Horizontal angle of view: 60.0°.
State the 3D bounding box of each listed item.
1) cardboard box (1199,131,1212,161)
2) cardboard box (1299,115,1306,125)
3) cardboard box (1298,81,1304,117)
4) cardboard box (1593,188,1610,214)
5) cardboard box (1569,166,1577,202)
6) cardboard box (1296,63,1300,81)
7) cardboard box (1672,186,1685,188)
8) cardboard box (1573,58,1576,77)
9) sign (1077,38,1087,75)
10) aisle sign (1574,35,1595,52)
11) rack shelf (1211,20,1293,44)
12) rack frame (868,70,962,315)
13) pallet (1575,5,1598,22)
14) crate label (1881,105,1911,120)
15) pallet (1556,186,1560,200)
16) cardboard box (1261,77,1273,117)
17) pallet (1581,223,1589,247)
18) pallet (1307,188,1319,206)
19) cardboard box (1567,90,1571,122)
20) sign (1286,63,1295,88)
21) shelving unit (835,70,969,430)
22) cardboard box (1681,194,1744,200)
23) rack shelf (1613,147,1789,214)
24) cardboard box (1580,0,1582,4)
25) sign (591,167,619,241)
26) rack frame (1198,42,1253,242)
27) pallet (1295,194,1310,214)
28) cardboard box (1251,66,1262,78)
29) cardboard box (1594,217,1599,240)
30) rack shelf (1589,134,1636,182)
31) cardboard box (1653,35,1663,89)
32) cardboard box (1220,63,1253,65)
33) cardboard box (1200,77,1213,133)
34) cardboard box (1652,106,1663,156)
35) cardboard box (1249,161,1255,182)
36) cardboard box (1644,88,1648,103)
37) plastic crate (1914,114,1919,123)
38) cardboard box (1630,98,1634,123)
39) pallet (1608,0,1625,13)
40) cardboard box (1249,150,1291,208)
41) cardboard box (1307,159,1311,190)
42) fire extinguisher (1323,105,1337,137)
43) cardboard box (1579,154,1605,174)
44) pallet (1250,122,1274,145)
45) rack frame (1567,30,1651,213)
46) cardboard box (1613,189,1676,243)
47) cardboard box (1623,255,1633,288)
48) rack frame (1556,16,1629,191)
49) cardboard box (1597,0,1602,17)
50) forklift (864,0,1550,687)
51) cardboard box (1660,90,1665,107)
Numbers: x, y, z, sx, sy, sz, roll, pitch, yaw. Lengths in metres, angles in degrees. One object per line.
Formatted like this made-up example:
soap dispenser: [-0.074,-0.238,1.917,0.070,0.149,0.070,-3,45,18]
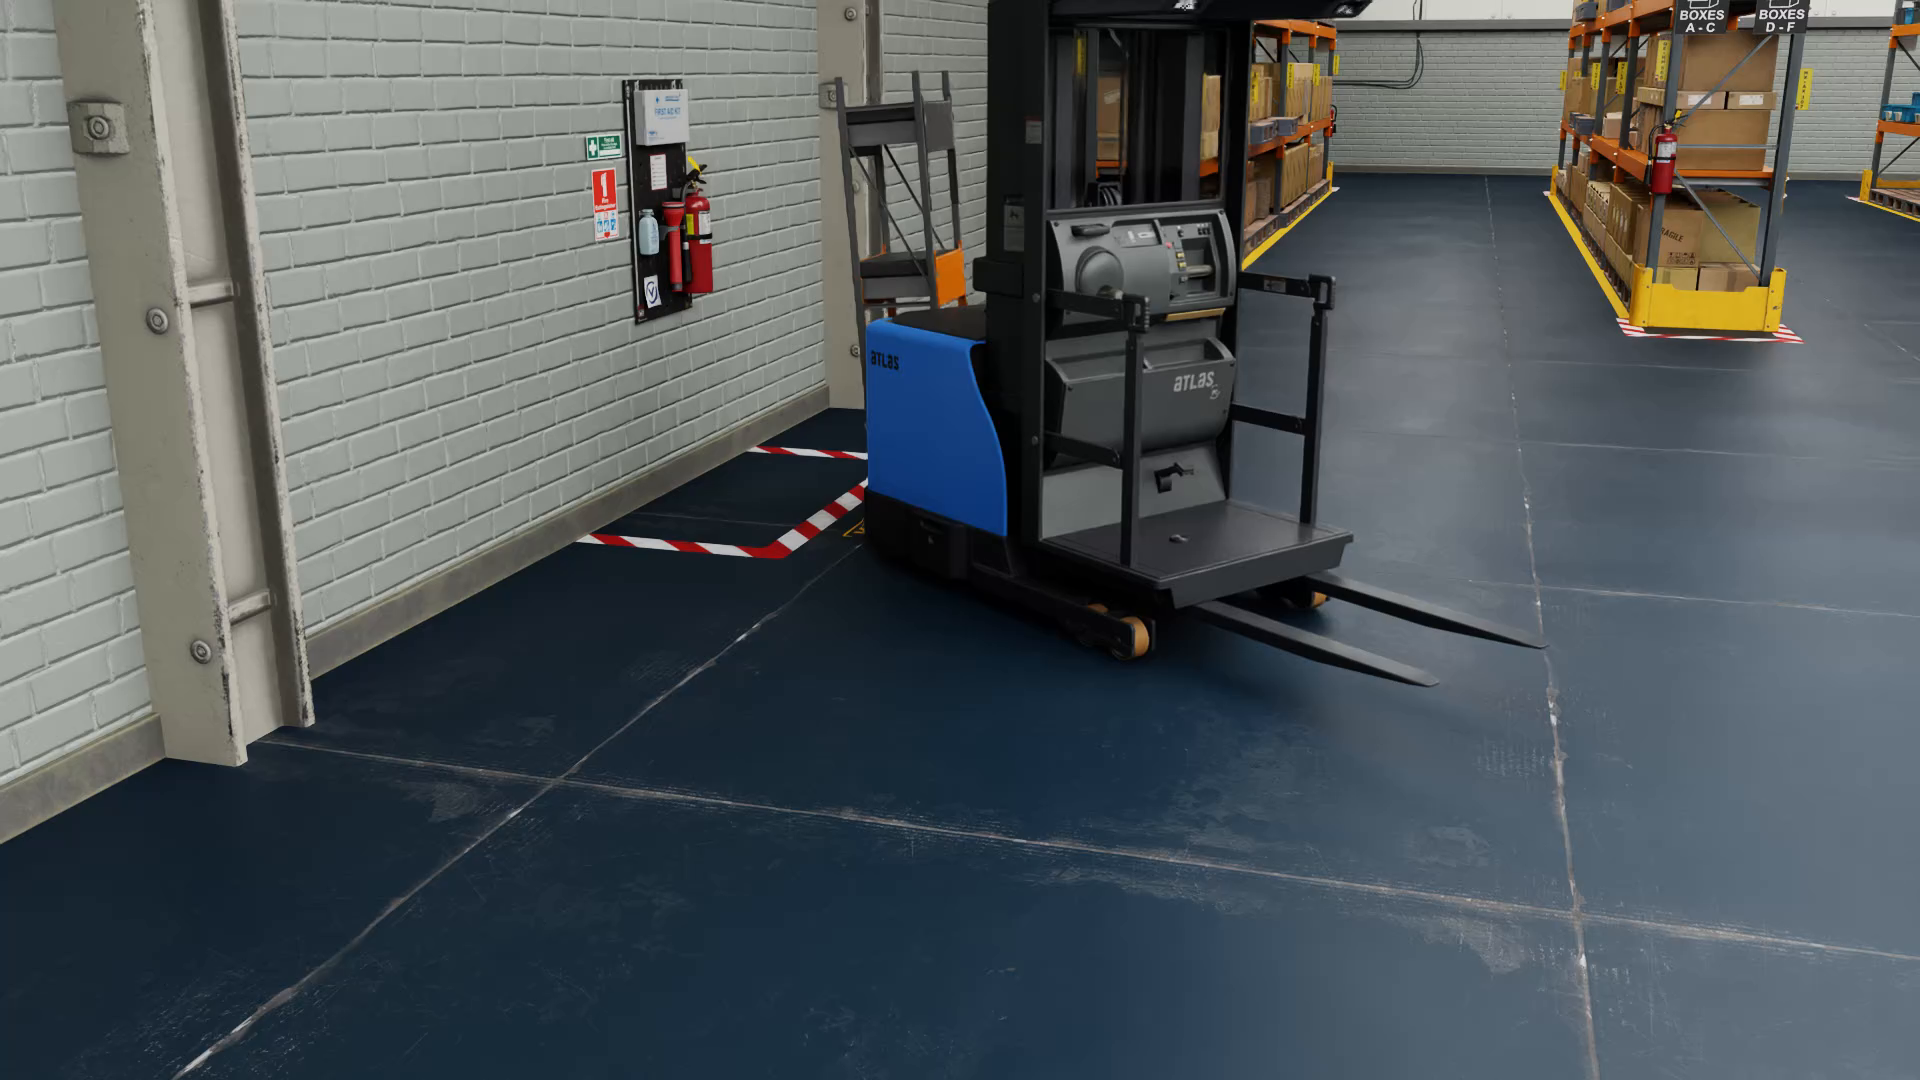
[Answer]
cardboard box: [2.093,-3.716,15.670,0.500,0.250,0.500,4,16,14]
cardboard box: [5.051,-6.387,25.275,0.380,0.149,0.250,5,16,16]
cardboard box: [4.747,-6.479,24.410,0.500,0.500,0.500,5,17,17]
cardboard box: [7.809,-4.014,19.725,0.500,0.311,0.500,4,16,15]
cardboard box: [9.439,-5.333,24.908,0.500,0.500,0.500,4,16,13]
cardboard box: [4.590,-6.700,23.816,0.500,0.250,0.500,5,17,16]
cardboard box: [8.473,-4.109,20.062,0.500,0.311,0.500,5,16,16]
cardboard box: [9.992,-7.379,26.332,0.500,0.500,0.500,5,17,16]
sign: [1.123,-4.432,15.258,0.100,0.325,0.005,5,16,16]
aisle sign: [10.685,-8.769,28.485,0.394,0.787,0.004,5,16,16]
rack shelf: [3.355,-6.342,20.512,1.077,0.370,4.000,5,16,16]
rack frame: [-0.167,-1.221,8.230,0.400,2.100,0.015,0,15,16]
pallet: [9.558,-7.619,24.041,1.213,0.211,1.003,5,16,16]
crate label: [15.309,-7.002,27.216,0.416,0.233,0.303,5,16,16]
pallet: [10.700,-5.908,28.271,1.003,0.211,1.213,5,16,16]
cardboard box: [3.799,-5.904,22.158,0.700,0.500,0.500,3,16,9]
pallet: [8.402,-3.831,20.949,1.003,0.211,1.213,5,16,16]
pallet: [5.351,-5.666,27.418,1.003,0.211,1.213,5,16,16]
cardboard box: [10.138,-7.033,26.946,0.500,0.500,0.500,5,17,17]
sign: [4.446,-6.247,22.382,0.100,0.325,0.005,5,16,16]
shelving unit: [-0.231,-1.157,8.004,0.431,2.100,0.503,0,15,16]
cardboard box: [7.195,-3.047,15.971,0.500,0.500,0.500,5,16,16]
rack shelf: [6.969,-3.469,15.881,1.077,0.370,4.000,5,16,16]
cardboard box: [9.978,-8.452,25.994,0.500,0.250,0.500,5,16,16]
sign: [-1.681,-1.592,7.881,0.001,0.329,0.234,5,16,16]
rack frame: [2.786,-4.722,18.979,1.000,3.000,0.127,5,16,16]
pallet: [4.913,-5.265,26.006,1.003,0.211,1.213,5,16,16]
cardboard box: [3.777,-6.162,21.879,0.380,0.149,0.250,2,16,7]
cardboard box: [7.667,-3.615,19.346,0.500,0.250,0.500,5,17,17]
rack shelf: [8.105,-4.516,19.571,1.077,0.370,4.000,5,16,16]
cardboard box: [7.131,-4.631,16.098,0.700,0.500,0.500,5,16,16]
cardboard box: [3.803,-6.468,22.998,0.500,0.250,0.500,5,17,17]
cardboard box: [2.073,-4.075,15.563,0.500,0.500,0.500,5,16,16]
cardboard box: [6.982,-3.866,15.781,0.700,0.500,0.500,5,17,18]
cardboard box: [3.546,-4.801,21.660,0.500,0.250,0.500,5,17,17]
cardboard box: [7.059,-4.441,16.619,0.380,0.149,0.250,4,16,15]
plastic crate: [14.765,-6.427,25.365,0.293,0.136,0.466,5,16,16]
cardboard box: [8.212,-4.993,19.752,0.500,0.500,0.500,4,16,13]
pallet: [8.566,-6.553,20.284,1.213,0.211,1.003,5,17,18]
cardboard box: [4.258,-5.118,23.547,0.750,0.750,0.750,4,16,15]
cardboard box: [5.371,-6.002,27.303,0.700,0.500,0.500,5,17,17]
fire extinguisher: [6.682,-7.648,30.122,0.296,0.674,0.183,5,16,16]
cardboard box: [9.013,-5.301,23.421,0.500,0.250,0.500,4,16,15]
pallet: [3.143,-4.818,19.670,1.003,0.211,1.213,5,16,16]
rack frame: [9.810,-6.431,25.007,1.000,3.000,0.127,5,16,16]
cardboard box: [6.821,-3.220,16.579,0.500,0.500,0.500,5,16,16]
cardboard box: [6.400,-2.466,15.296,0.500,0.250,0.500,5,16,16]
rack frame: [10.947,-7.478,28.697,1.000,3.000,0.127,5,16,16]
cardboard box: [9.058,-7.262,22.256,0.910,0.500,0.500,5,16,16]
forklift: [0.859,-1.109,6.369,1.130,2.935,3.031,-12,20,-36]
cardboard box: [6.619,-4.037,15.192,0.380,0.149,0.250,5,17,18]
